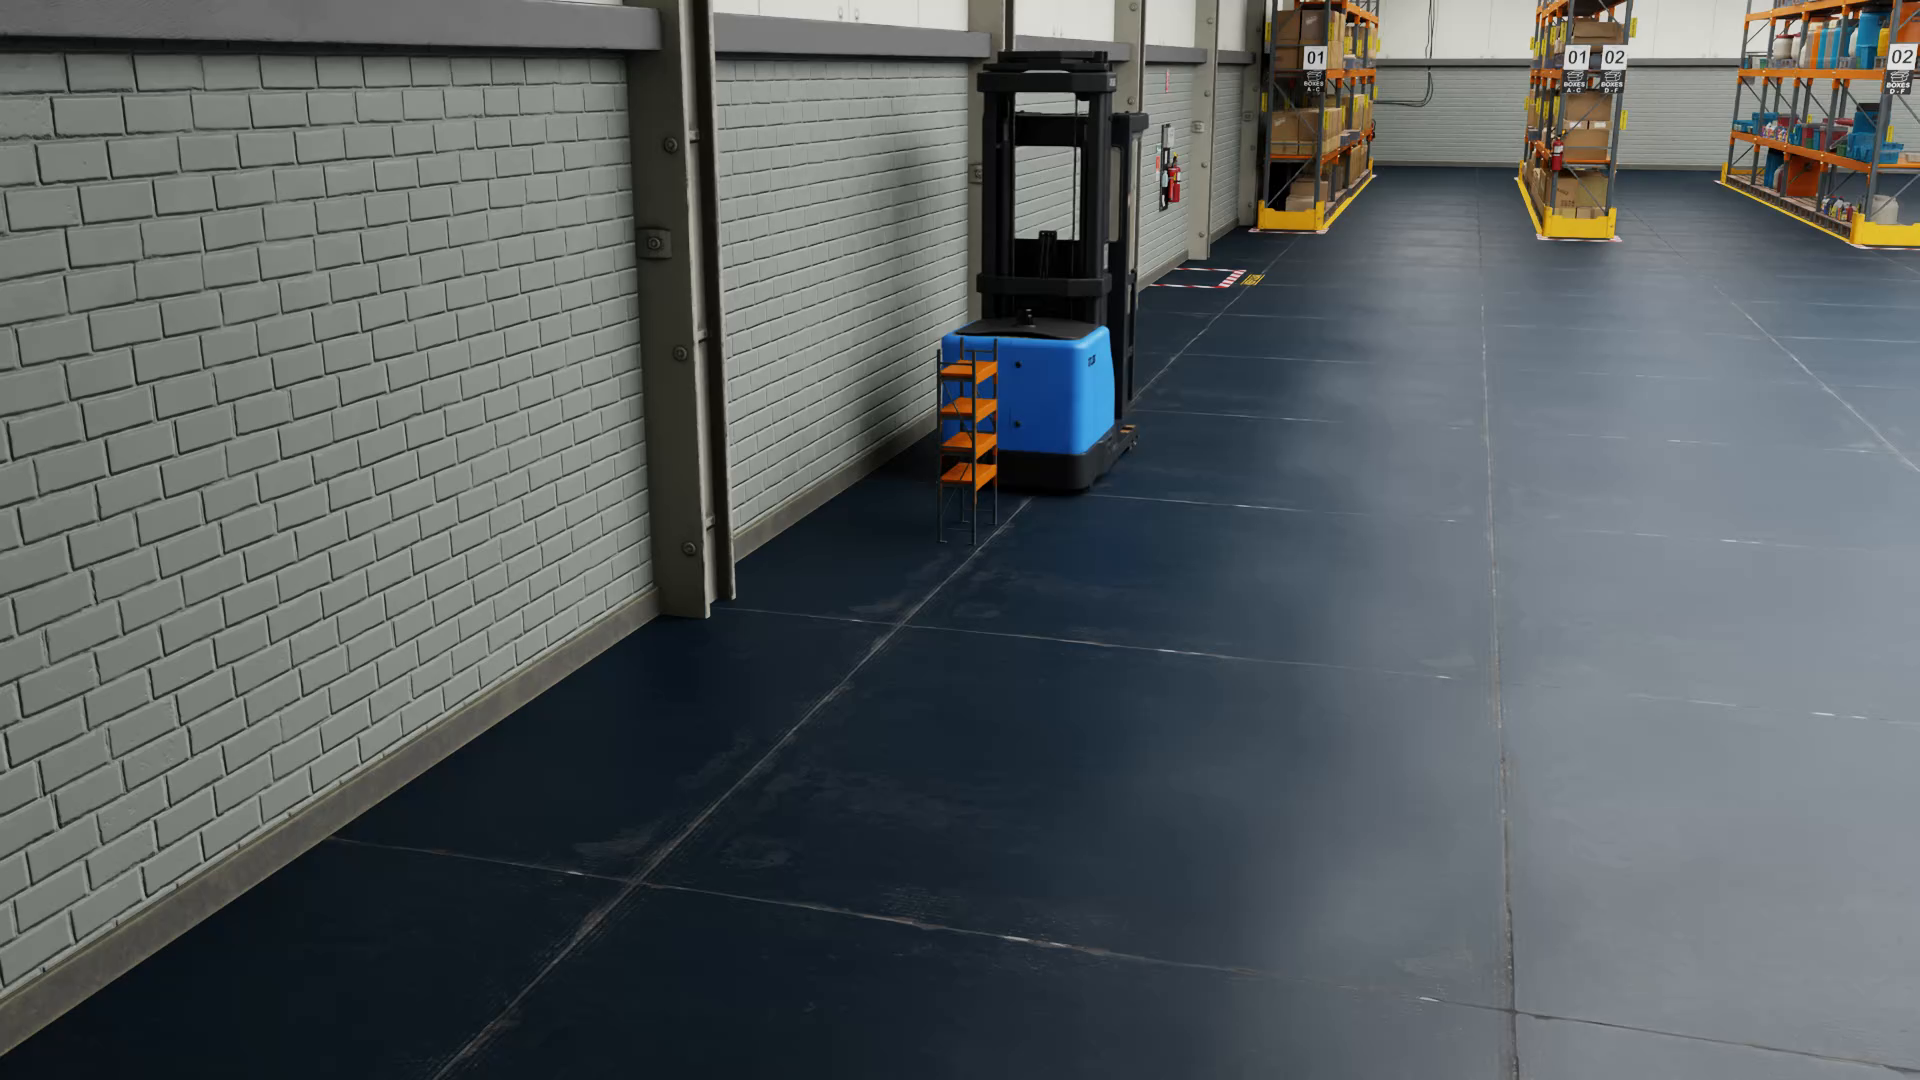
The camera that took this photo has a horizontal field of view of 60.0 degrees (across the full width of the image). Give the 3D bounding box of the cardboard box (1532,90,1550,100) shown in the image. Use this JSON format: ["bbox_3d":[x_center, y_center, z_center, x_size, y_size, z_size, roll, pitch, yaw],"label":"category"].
[{"bbox_3d":[14.206,-10.689,40.501,0.500,0.500,0.500,4,16,15],"label":"cardboard box"}]

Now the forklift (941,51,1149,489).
[{"bbox_3d":[0.765,-2.114,12.409,1.130,2.935,3.031,5,16,16],"label":"forklift"}]

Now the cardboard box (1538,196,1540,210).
[{"bbox_3d":[11.325,-6.431,31.775,0.500,0.250,0.500,5,16,16],"label":"cardboard box"}]

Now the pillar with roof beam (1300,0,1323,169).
[{"bbox_3d":[12.914,-13.059,39.878,9.100,9.000,0.400,5,16,16],"label":"pillar with roof beam"}]

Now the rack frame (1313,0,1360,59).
[{"bbox_3d":[8.281,-12.096,36.483,1.000,3.000,0.127,5,16,16],"label":"rack frame"}]

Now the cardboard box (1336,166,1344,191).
[{"bbox_3d":[8.126,-8.026,36.905,0.700,0.500,0.500,5,17,17],"label":"cardboard box"}]

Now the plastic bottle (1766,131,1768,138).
[{"bbox_3d":[18.228,-9.151,37.461,0.097,0.201,0.097,0,16,0],"label":"plastic bottle"}]

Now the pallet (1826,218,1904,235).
[{"bbox_3d":[16.067,-5.561,29.547,1.003,0.211,1.213,5,16,16],"label":"pallet"}]

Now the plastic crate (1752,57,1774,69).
[{"bbox_3d":[19.127,-11.365,39.620,0.437,0.282,0.530,5,16,16],"label":"plastic crate"}]

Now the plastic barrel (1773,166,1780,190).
[{"bbox_3d":[18.298,-8.026,36.919,0.421,0.512,0.421,0,16,0],"label":"plastic barrel"}]

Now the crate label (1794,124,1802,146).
[{"bbox_3d":[17.237,-8.219,33.746,0.502,0.435,0.616,5,16,16],"label":"crate label"}]

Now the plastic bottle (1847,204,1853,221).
[{"bbox_3d":[15.807,-5.823,29.535,0.061,0.283,0.133,5,16,16],"label":"plastic bottle"}]

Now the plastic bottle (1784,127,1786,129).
[{"bbox_3d":[18.001,-8.860,36.285,0.061,0.283,0.133,5,16,16],"label":"plastic bottle"}]

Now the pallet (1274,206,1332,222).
[{"bbox_3d":[6.642,-6.323,32.235,1.003,0.211,1.213,5,16,16],"label":"pallet"}]

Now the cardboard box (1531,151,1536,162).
[{"bbox_3d":[13.512,-8.874,38.518,0.500,0.250,0.500,5,16,16],"label":"cardboard box"}]

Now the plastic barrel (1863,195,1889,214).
[{"bbox_3d":[15.762,-5.663,28.587,0.421,0.512,0.421,0,16,0],"label":"plastic barrel"}]

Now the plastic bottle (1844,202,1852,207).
[{"bbox_3d":[15.990,-5.952,30.001,0.152,0.276,0.135,5,16,16],"label":"plastic bottle"}]

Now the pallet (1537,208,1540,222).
[{"bbox_3d":[11.628,-6.234,31.920,1.003,0.211,1.213,5,16,16],"label":"pallet"}]

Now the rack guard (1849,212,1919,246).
[{"bbox_3d":[15.482,-5.169,27.639,1.175,0.500,0.348,5,16,16],"label":"rack guard"}]

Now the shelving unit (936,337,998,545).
[{"bbox_3d":[0.047,-0.621,10.318,0.258,1.200,0.503,5,16,16],"label":"shelving unit"}]

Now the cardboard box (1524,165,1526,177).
[{"bbox_3d":[14.271,-9.158,41.243,0.500,0.311,0.500,5,16,16],"label":"cardboard box"}]

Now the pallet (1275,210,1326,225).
[{"bbox_3d":[6.293,-6.005,31.113,1.003,0.211,1.213,5,16,16],"label":"pallet"}]

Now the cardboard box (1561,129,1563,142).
[{"bbox_3d":[11.194,-7.170,29.928,0.700,0.500,0.500,5,17,16],"label":"cardboard box"}]

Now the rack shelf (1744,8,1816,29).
[{"bbox_3d":[19.484,-12.359,39.462,1.077,0.370,4.000,5,16,16],"label":"rack shelf"}]

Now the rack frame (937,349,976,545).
[{"bbox_3d":[-0.022,-0.557,10.093,0.240,1.200,0.015,5,16,16],"label":"rack frame"}]

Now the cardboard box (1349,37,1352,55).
[{"bbox_3d":[8.633,-11.330,38.292,0.700,0.500,0.500,6,17,19],"label":"cardboard box"}]

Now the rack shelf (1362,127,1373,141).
[{"bbox_3d":[9.986,-10.433,42.935,1.077,0.370,4.000,5,16,16],"label":"rack shelf"}]

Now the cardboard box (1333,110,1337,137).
[{"bbox_3d":[6.869,-7.916,31.604,0.500,0.500,0.500,5,17,18],"label":"cardboard box"}]

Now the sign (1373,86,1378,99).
[{"bbox_3d":[11.070,-11.928,44.330,0.100,0.325,0.005,5,16,16],"label":"sign"}]

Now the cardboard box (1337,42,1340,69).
[{"bbox_3d":[6.960,-9.233,31.669,0.500,0.500,0.500,4,16,14],"label":"cardboard box"}]

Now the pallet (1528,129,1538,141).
[{"bbox_3d":[13.156,-8.917,36.622,1.213,0.211,1.003,5,16,16],"label":"pallet"}]

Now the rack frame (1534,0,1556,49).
[{"bbox_3d":[15.304,-13.806,42.512,1.000,3.000,0.127,5,16,16],"label":"rack frame"}]

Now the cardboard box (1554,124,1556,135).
[{"bbox_3d":[12.570,-8.434,34.385,0.500,0.500,0.500,4,16,13],"label":"cardboard box"}]

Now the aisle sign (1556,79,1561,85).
[{"bbox_3d":[15.618,-12.164,42.955,0.394,0.787,0.004,5,16,16],"label":"aisle sign"}]

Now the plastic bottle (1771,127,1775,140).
[{"bbox_3d":[18.031,-9.003,36.810,0.097,0.271,0.097,0,16,0],"label":"plastic bottle"}]

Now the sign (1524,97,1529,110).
[{"bbox_3d":[14.784,-11.378,43.360,0.100,0.325,0.005,5,16,16],"label":"sign"}]

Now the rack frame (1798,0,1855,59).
[{"bbox_3d":[17.779,-11.328,33.775,1.000,3.000,0.127,5,16,16],"label":"rack frame"}]

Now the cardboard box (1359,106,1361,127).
[{"bbox_3d":[9.241,-10.052,39.506,0.500,0.500,0.500,5,16,16],"label":"cardboard box"}]

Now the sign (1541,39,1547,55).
[{"bbox_3d":[12.511,-10.561,35.622,0.100,0.325,0.005,5,16,16],"label":"sign"}]

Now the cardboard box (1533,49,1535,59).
[{"bbox_3d":[14.760,-12.286,42.011,0.500,0.250,0.500,5,16,16],"label":"cardboard box"}]

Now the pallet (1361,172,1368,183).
[{"bbox_3d":[10.053,-9.428,43.181,1.003,0.211,1.213,5,16,16],"label":"pallet"}]

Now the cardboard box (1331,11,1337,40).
[{"bbox_3d":[6.540,-9.308,30.099,0.500,0.500,0.500,4,16,15],"label":"cardboard box"}]

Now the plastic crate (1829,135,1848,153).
[{"bbox_3d":[16.372,-7.238,30.464,0.767,0.338,0.504,5,16,16],"label":"plastic crate"}]

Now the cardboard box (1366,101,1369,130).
[{"bbox_3d":[9.997,-10.923,42.792,0.980,0.700,0.700,4,16,13],"label":"cardboard box"}]

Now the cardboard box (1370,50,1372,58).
[{"bbox_3d":[10.025,-12.170,41.563,0.500,0.250,0.500,4,16,15],"label":"cardboard box"}]

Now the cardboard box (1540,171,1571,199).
[{"bbox_3d":[11.178,-6.661,31.213,0.500,0.500,0.500,5,16,16],"label":"cardboard box"}]

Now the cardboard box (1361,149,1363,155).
[{"bbox_3d":[10.000,-9.831,42.115,0.380,0.149,0.250,5,17,18],"label":"cardboard box"}]

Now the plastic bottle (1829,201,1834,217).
[{"bbox_3d":[15.875,-6.031,30.269,0.061,0.283,0.133,5,17,18],"label":"plastic bottle"}]

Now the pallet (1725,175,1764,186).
[{"bbox_3d":[19.781,-8.980,41.603,1.003,0.211,1.213,5,16,16],"label":"pallet"}]

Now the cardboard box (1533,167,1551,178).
[{"bbox_3d":[12.601,-7.861,35.790,0.500,0.311,0.500,5,17,18],"label":"cardboard box"}]

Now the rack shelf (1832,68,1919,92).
[{"bbox_3d":[16.074,-7.969,28.748,1.077,0.370,4.000,5,16,16],"label":"rack shelf"}]

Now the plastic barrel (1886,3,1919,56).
[{"bbox_3d":[15.522,-8.337,27.172,0.600,0.830,0.708,5,16,16],"label":"plastic barrel"}]

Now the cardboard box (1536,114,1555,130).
[{"bbox_3d":[13.102,-9.250,36.492,0.700,0.500,0.500,-1,16,-3],"label":"cardboard box"}]
